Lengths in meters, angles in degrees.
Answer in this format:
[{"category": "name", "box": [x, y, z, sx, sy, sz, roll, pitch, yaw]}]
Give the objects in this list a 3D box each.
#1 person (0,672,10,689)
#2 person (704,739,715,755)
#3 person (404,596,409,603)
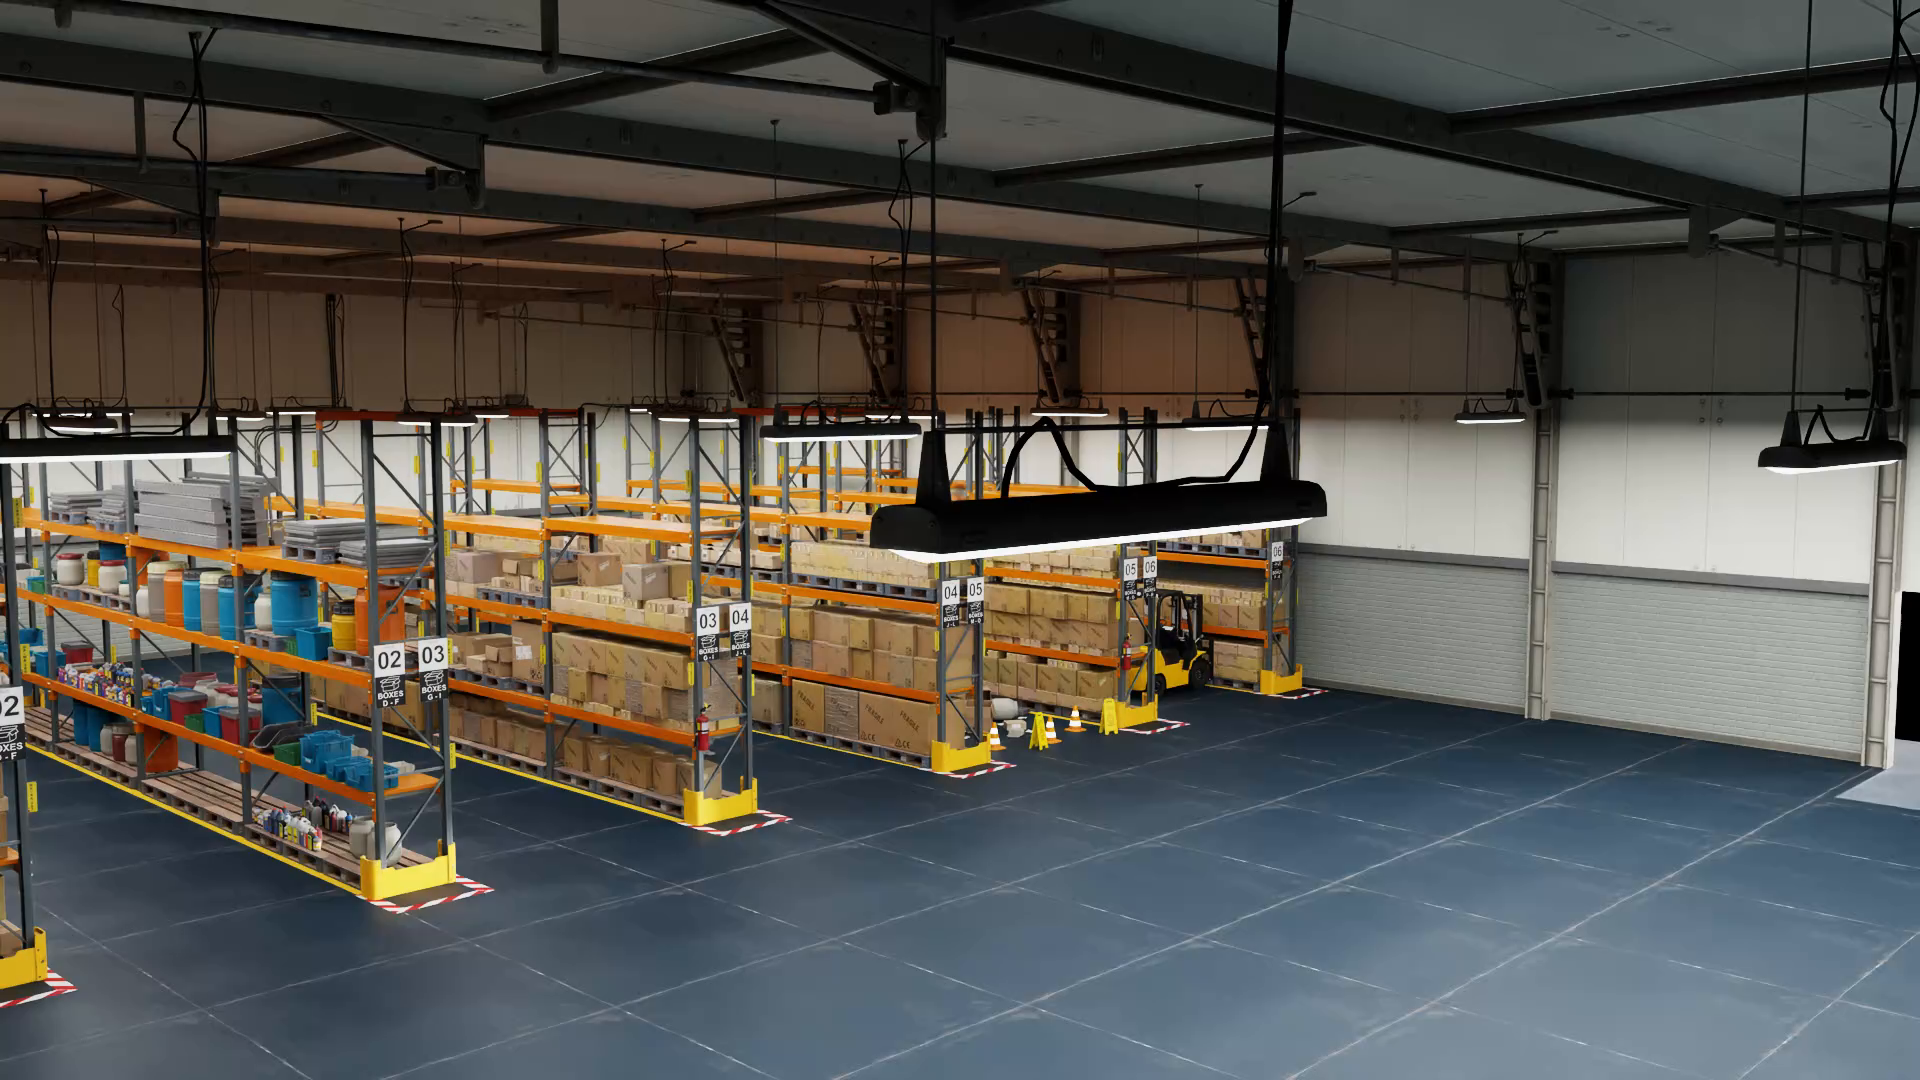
[{"category": "person", "box": [-17.146, 2.927, 29.407, 0.876, 1.620, 0.739, 3, 6, 33]}, {"category": "person", "box": [-4.341, 3.037, 28.998, 0.808, 1.485, 0.634, 1, 5, 12]}, {"category": "person", "box": [-13.897, 1.888, 40.924, 0.704, 1.758, 0.938, -1, 5, -13]}]
